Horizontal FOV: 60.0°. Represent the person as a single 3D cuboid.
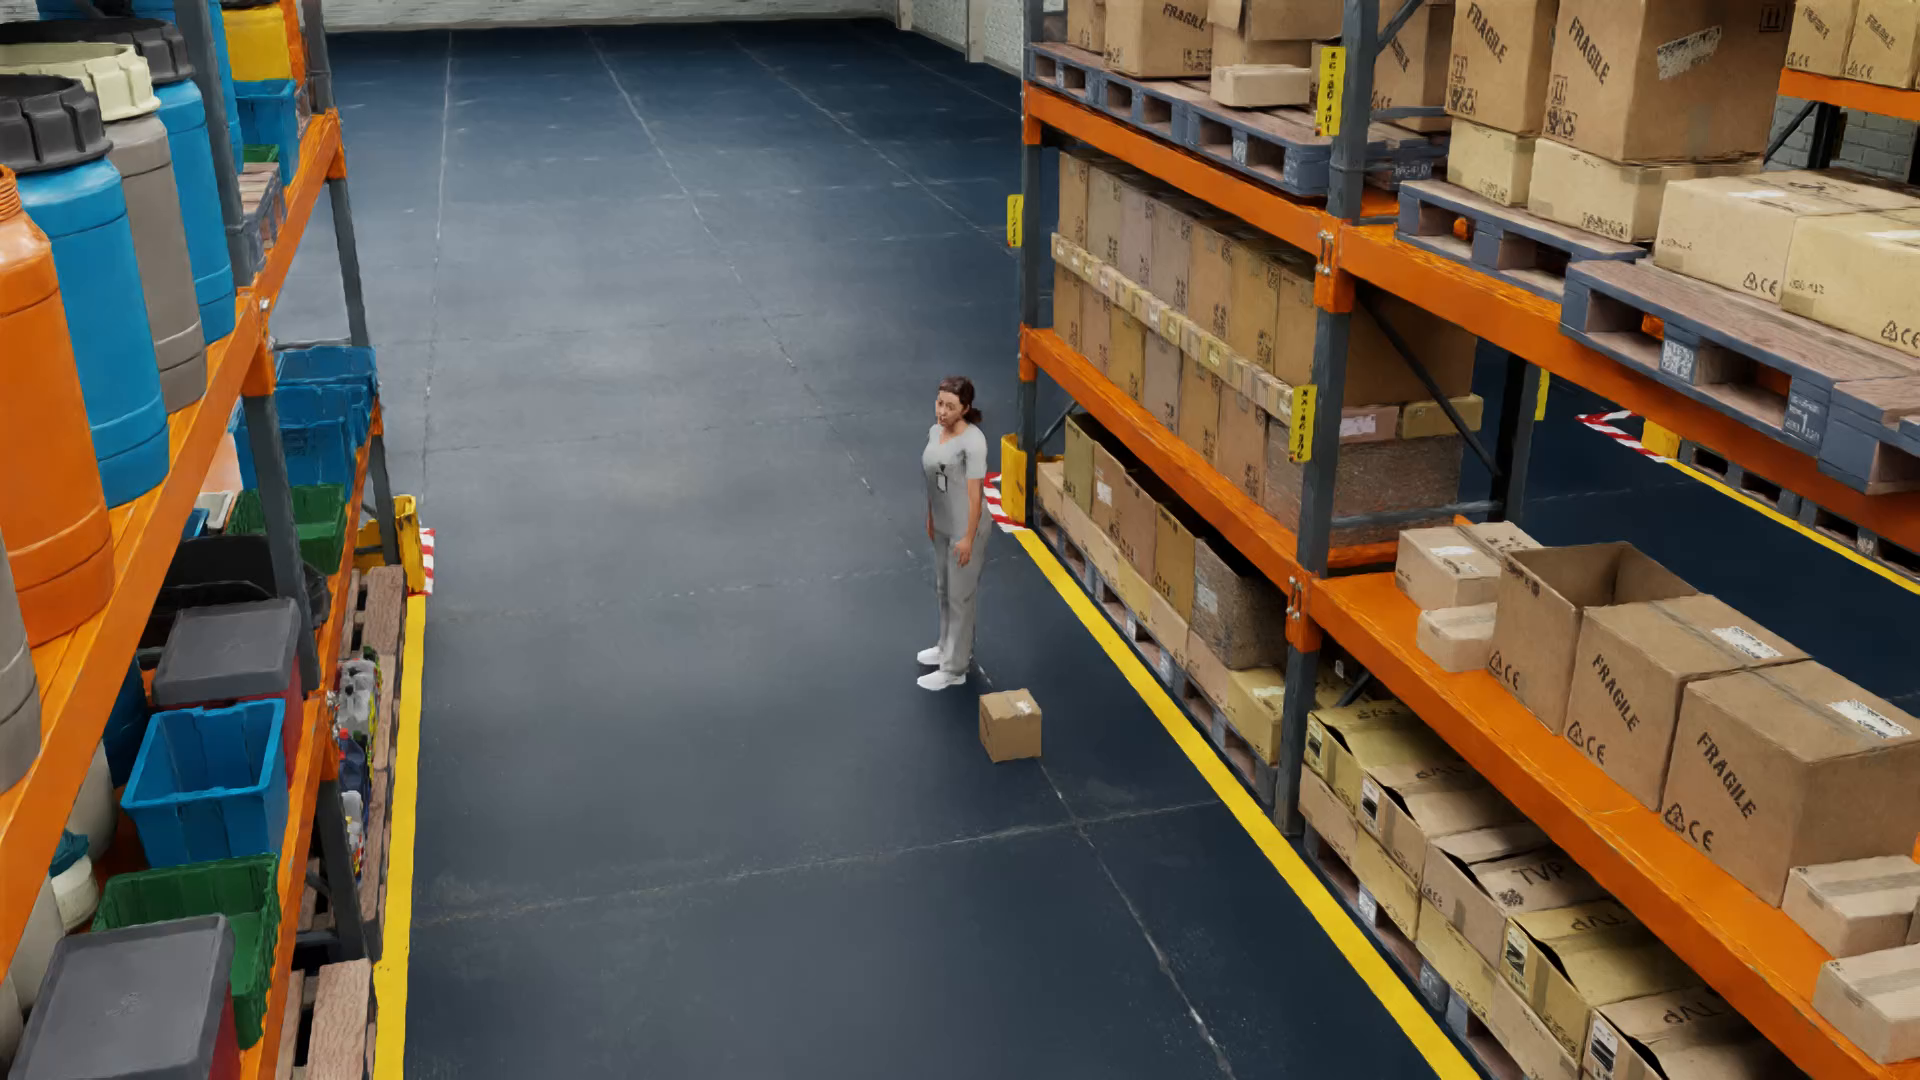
[{"bbox_3d":[-0.093,-0.045,8.651,0.498,1.678,0.508,-16,28,-33],"label":"person"}]
